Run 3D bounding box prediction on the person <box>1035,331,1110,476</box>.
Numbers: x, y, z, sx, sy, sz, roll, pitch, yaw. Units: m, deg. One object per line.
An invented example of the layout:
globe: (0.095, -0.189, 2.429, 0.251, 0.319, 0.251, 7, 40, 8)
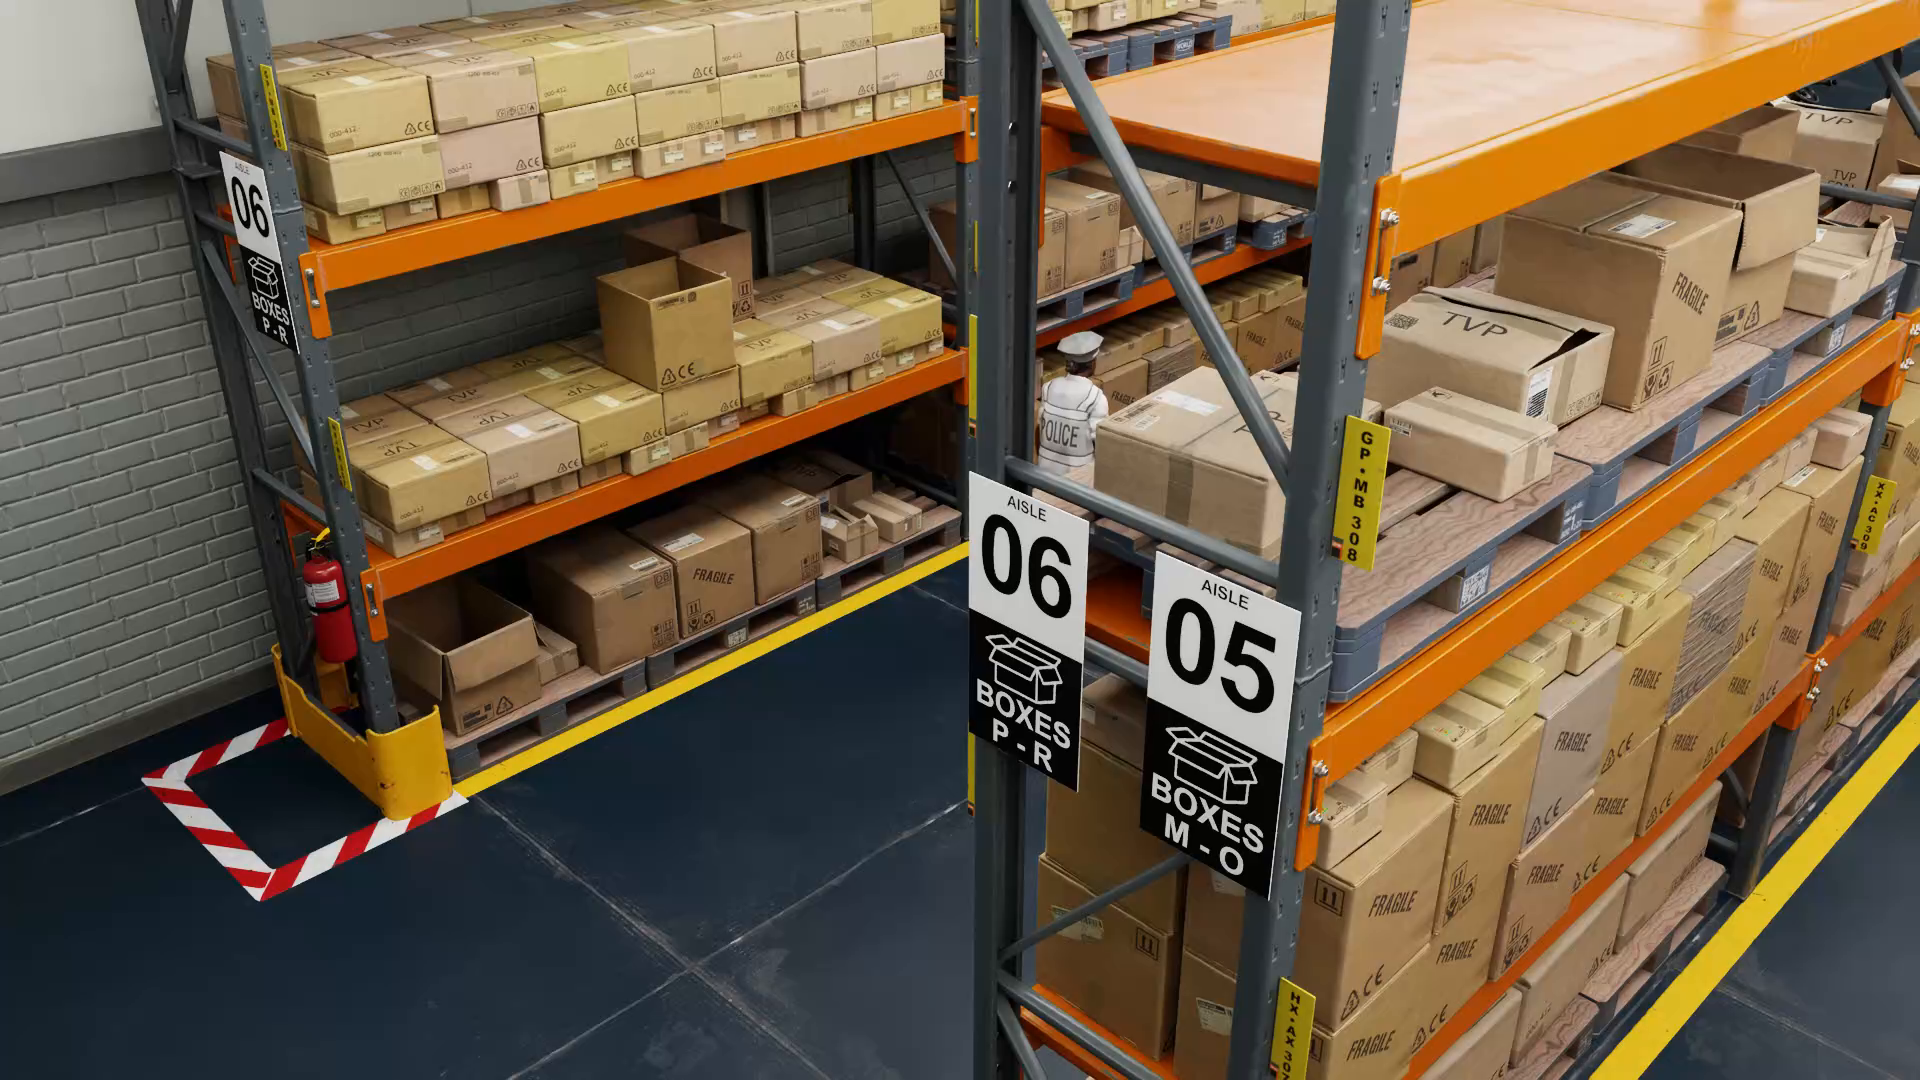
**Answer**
person: (0.670, -0.362, 9.585, 0.533, 1.661, 0.396, 21, 34, 34)
